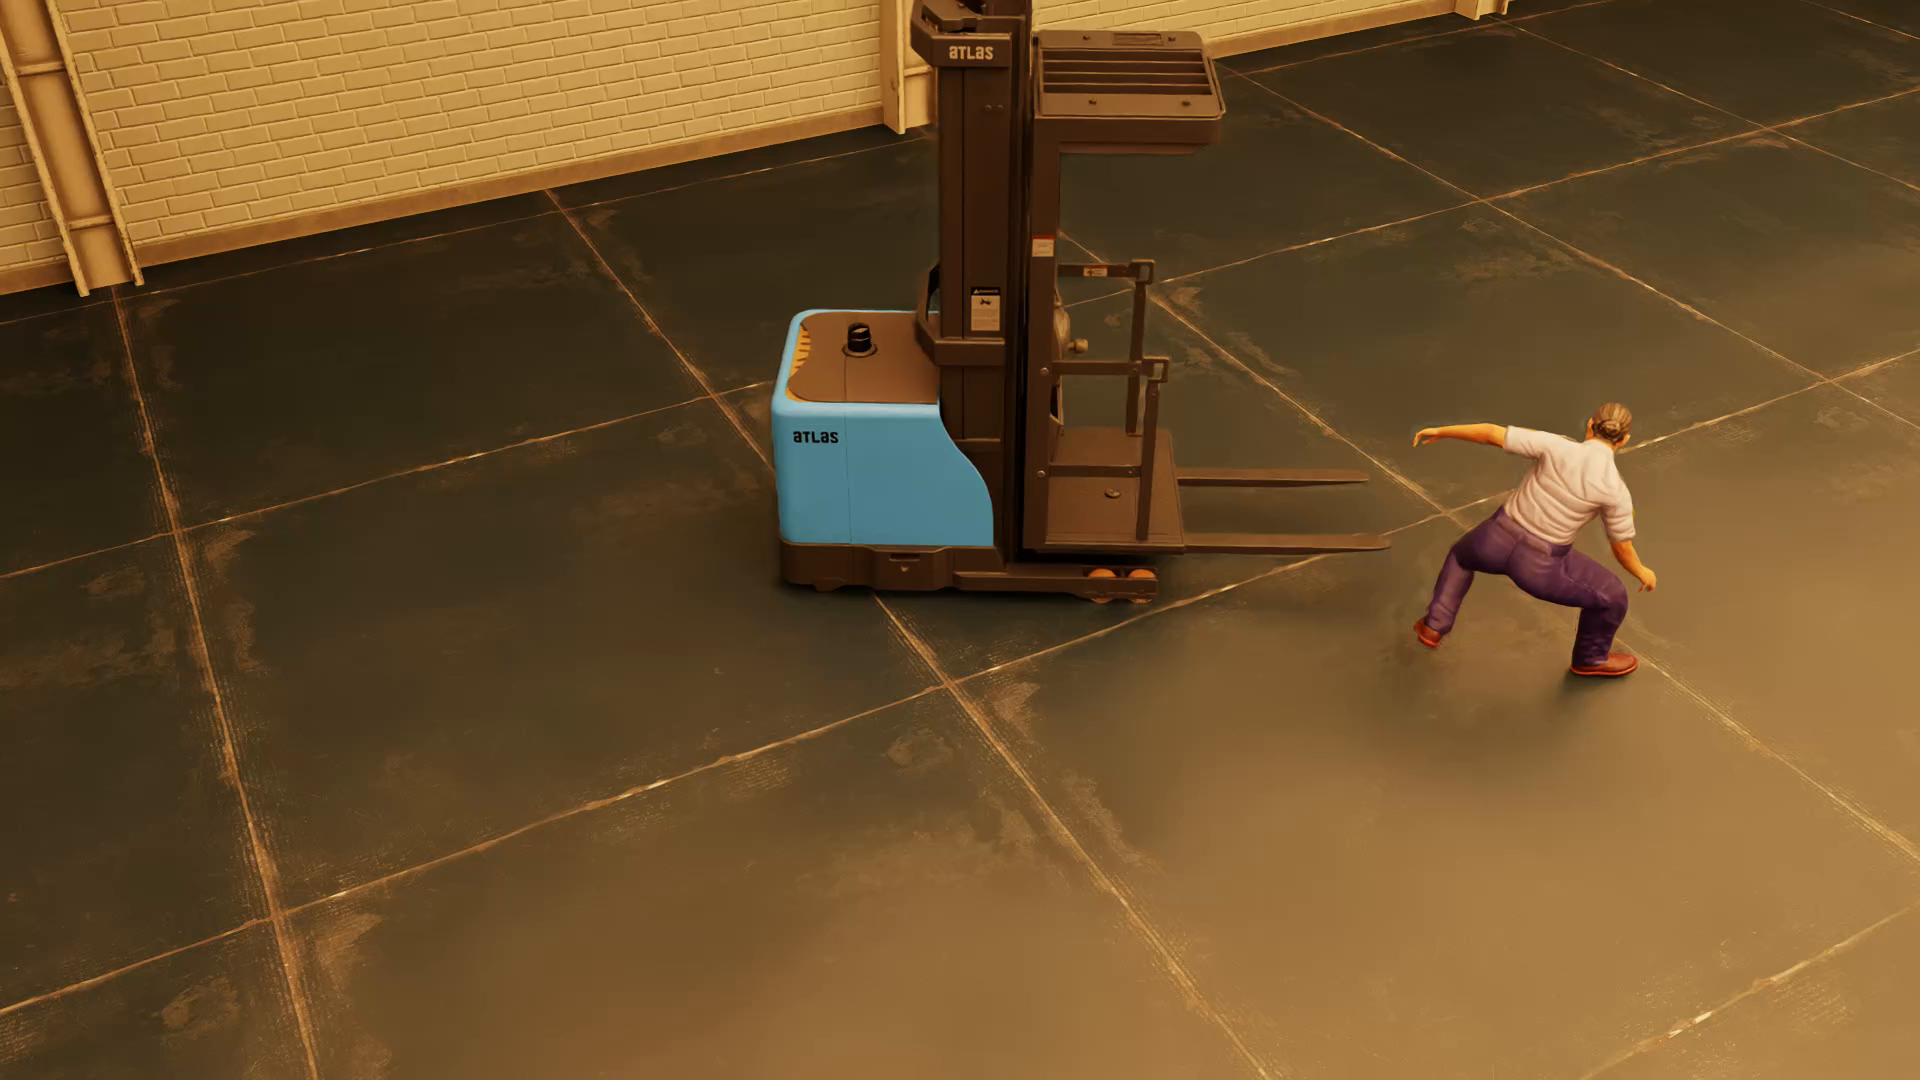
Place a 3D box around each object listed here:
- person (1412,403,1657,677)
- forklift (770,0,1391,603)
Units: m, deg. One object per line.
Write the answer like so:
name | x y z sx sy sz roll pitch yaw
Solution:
person | 2.537 -0.005 7.472 1.095 1.384 0.695 27 43 33
forklift | 0.628 -1.198 7.817 3.031 2.935 1.130 1 35 1
